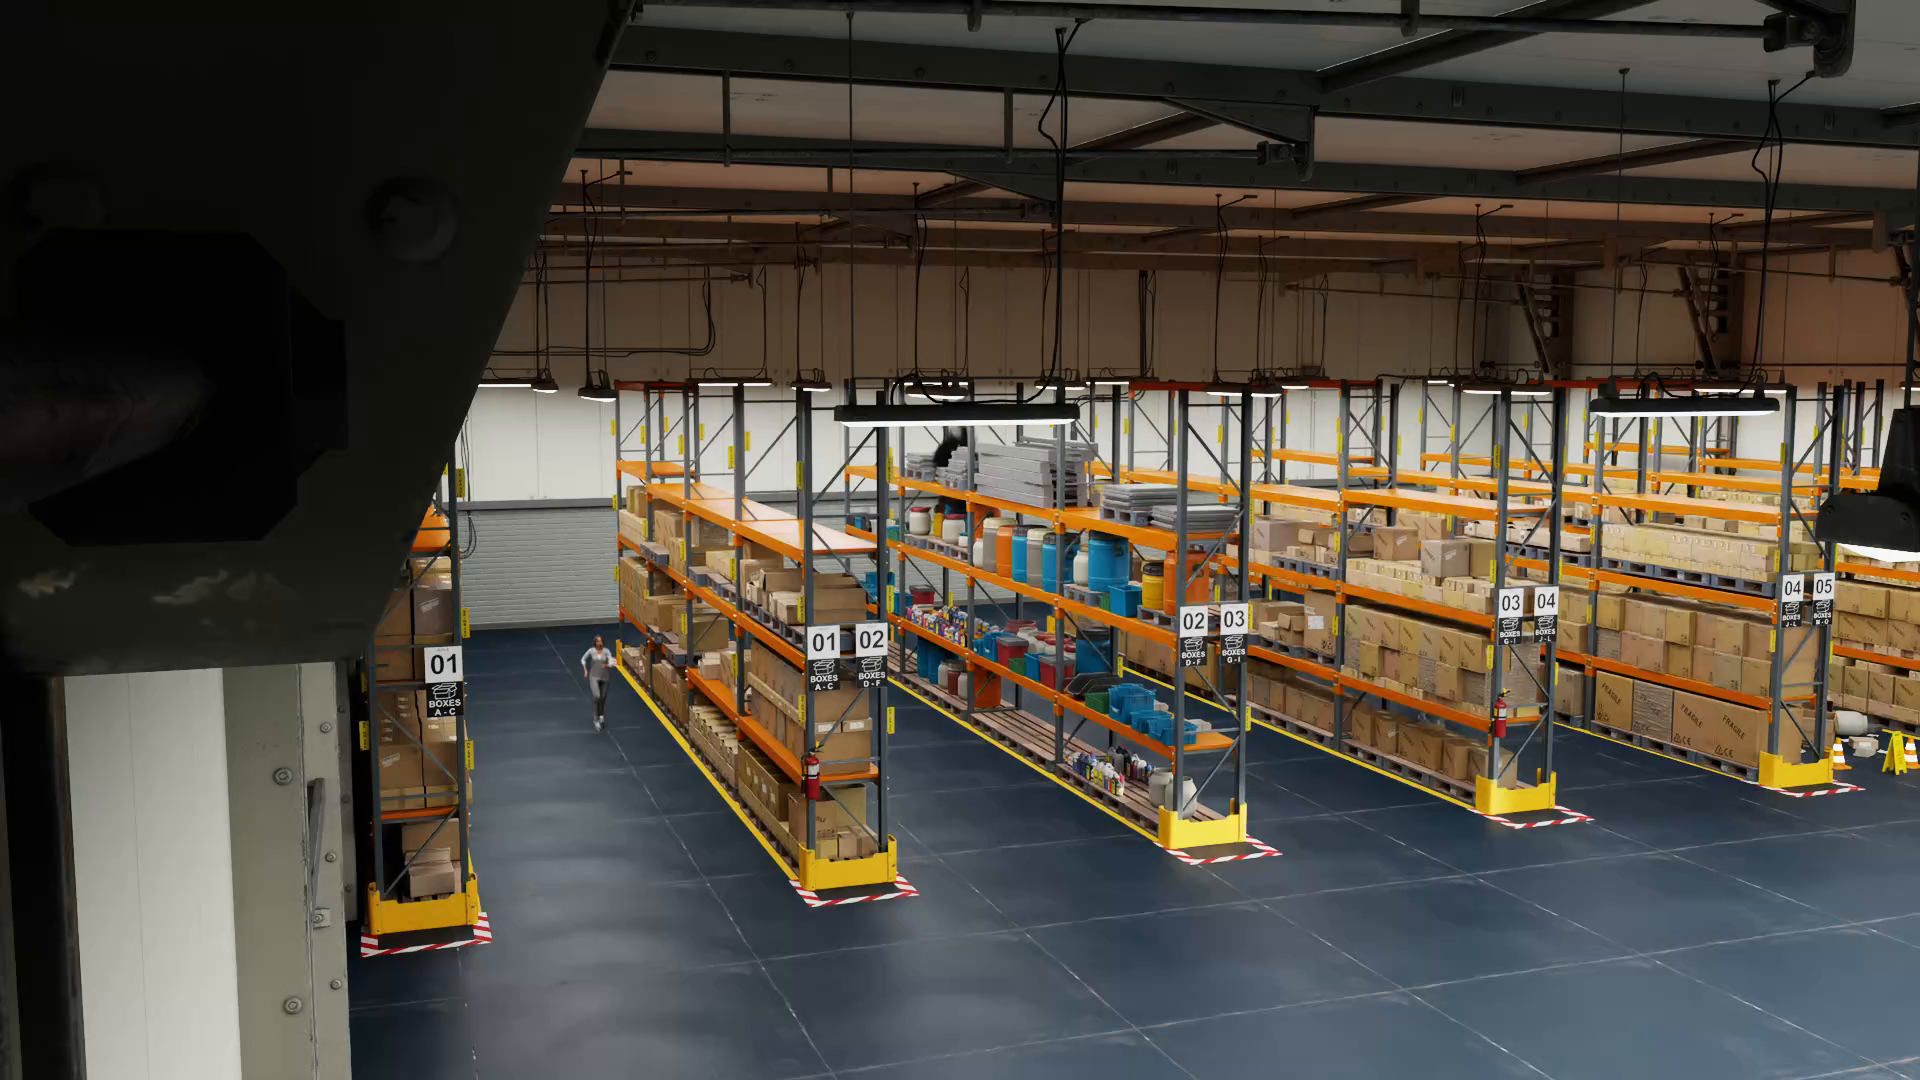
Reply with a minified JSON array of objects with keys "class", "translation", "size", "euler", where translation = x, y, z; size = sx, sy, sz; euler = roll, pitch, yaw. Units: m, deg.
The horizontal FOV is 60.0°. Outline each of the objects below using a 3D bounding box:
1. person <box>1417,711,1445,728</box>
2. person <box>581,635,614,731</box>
[{"class":"person","translation":[8.322,2.453,28.926],"size":[0.602,1.649,0.869],"euler":[-4,7,-33]},{"class":"person","translation":[-6.303,2.467,29.023],"size":[0.509,1.648,0.728],"euler":[-3,7,-25]}]
